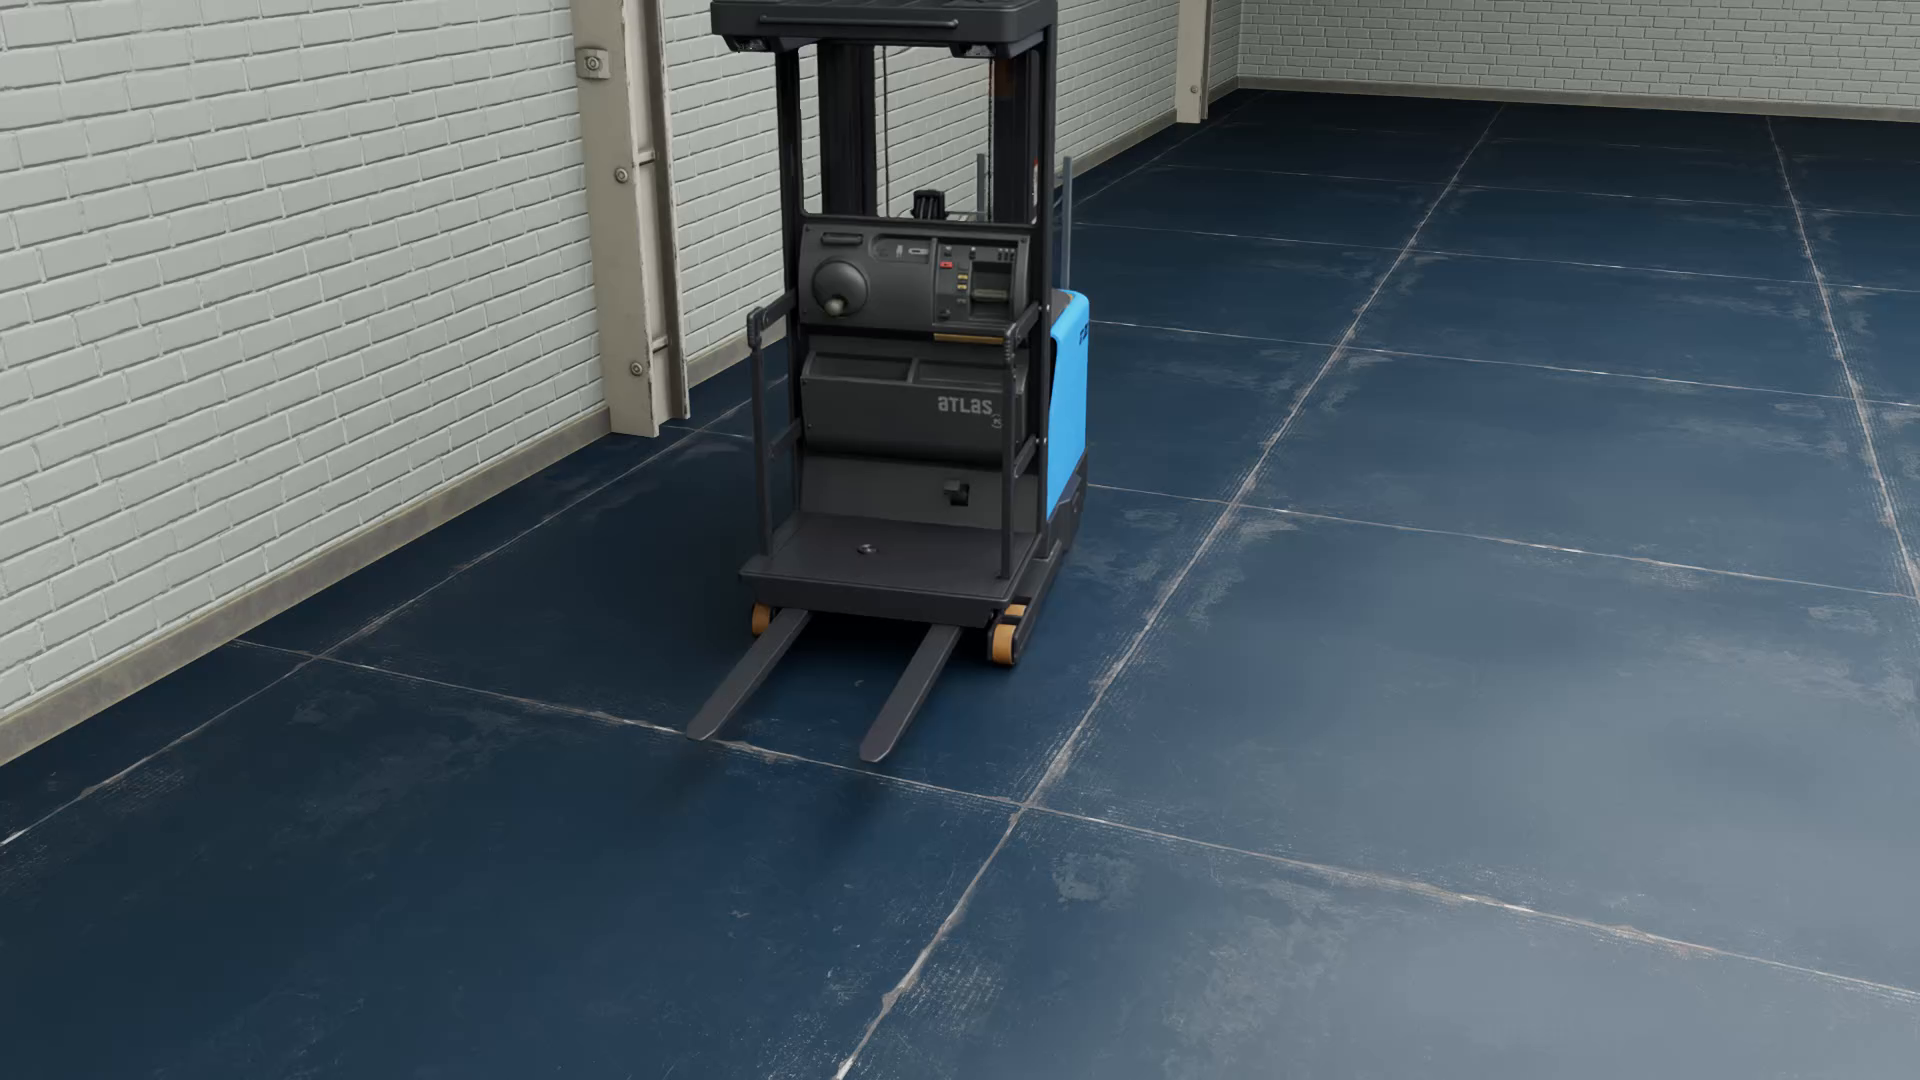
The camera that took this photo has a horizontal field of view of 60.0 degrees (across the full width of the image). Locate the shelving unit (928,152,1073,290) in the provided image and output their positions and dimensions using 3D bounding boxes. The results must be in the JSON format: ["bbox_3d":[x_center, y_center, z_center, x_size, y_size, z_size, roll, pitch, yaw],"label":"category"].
[{"bbox_3d":[0.216,-1.125,8.498,0.538,1.500,1.048,5,23,13],"label":"shelving unit"}]

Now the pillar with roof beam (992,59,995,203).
[{"bbox_3d":[4.484,-6.336,11.243,9.100,9.000,0.400,9,24,20],"label":"pillar with roof beam"}]

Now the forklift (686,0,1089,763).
[{"bbox_3d":[-0.235,-1.019,6.386,1.130,2.935,3.031,5,23,13],"label":"forklift"}]

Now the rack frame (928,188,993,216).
[{"bbox_3d":[0.095,-0.935,8.042,0.500,1.500,0.032,5,23,13],"label":"rack frame"}]

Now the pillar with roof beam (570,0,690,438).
[{"bbox_3d":[2.255,-4.189,6.103,9.100,9.000,0.400,9,24,20],"label":"pillar with roof beam"}]

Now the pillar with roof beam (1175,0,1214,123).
[{"bbox_3d":[6.713,-8.483,16.383,9.100,9.000,0.400,9,24,20],"label":"pillar with roof beam"}]

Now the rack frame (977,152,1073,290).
[{"bbox_3d":[0.337,-1.315,8.953,0.500,1.500,0.032,5,23,13],"label":"rack frame"}]
